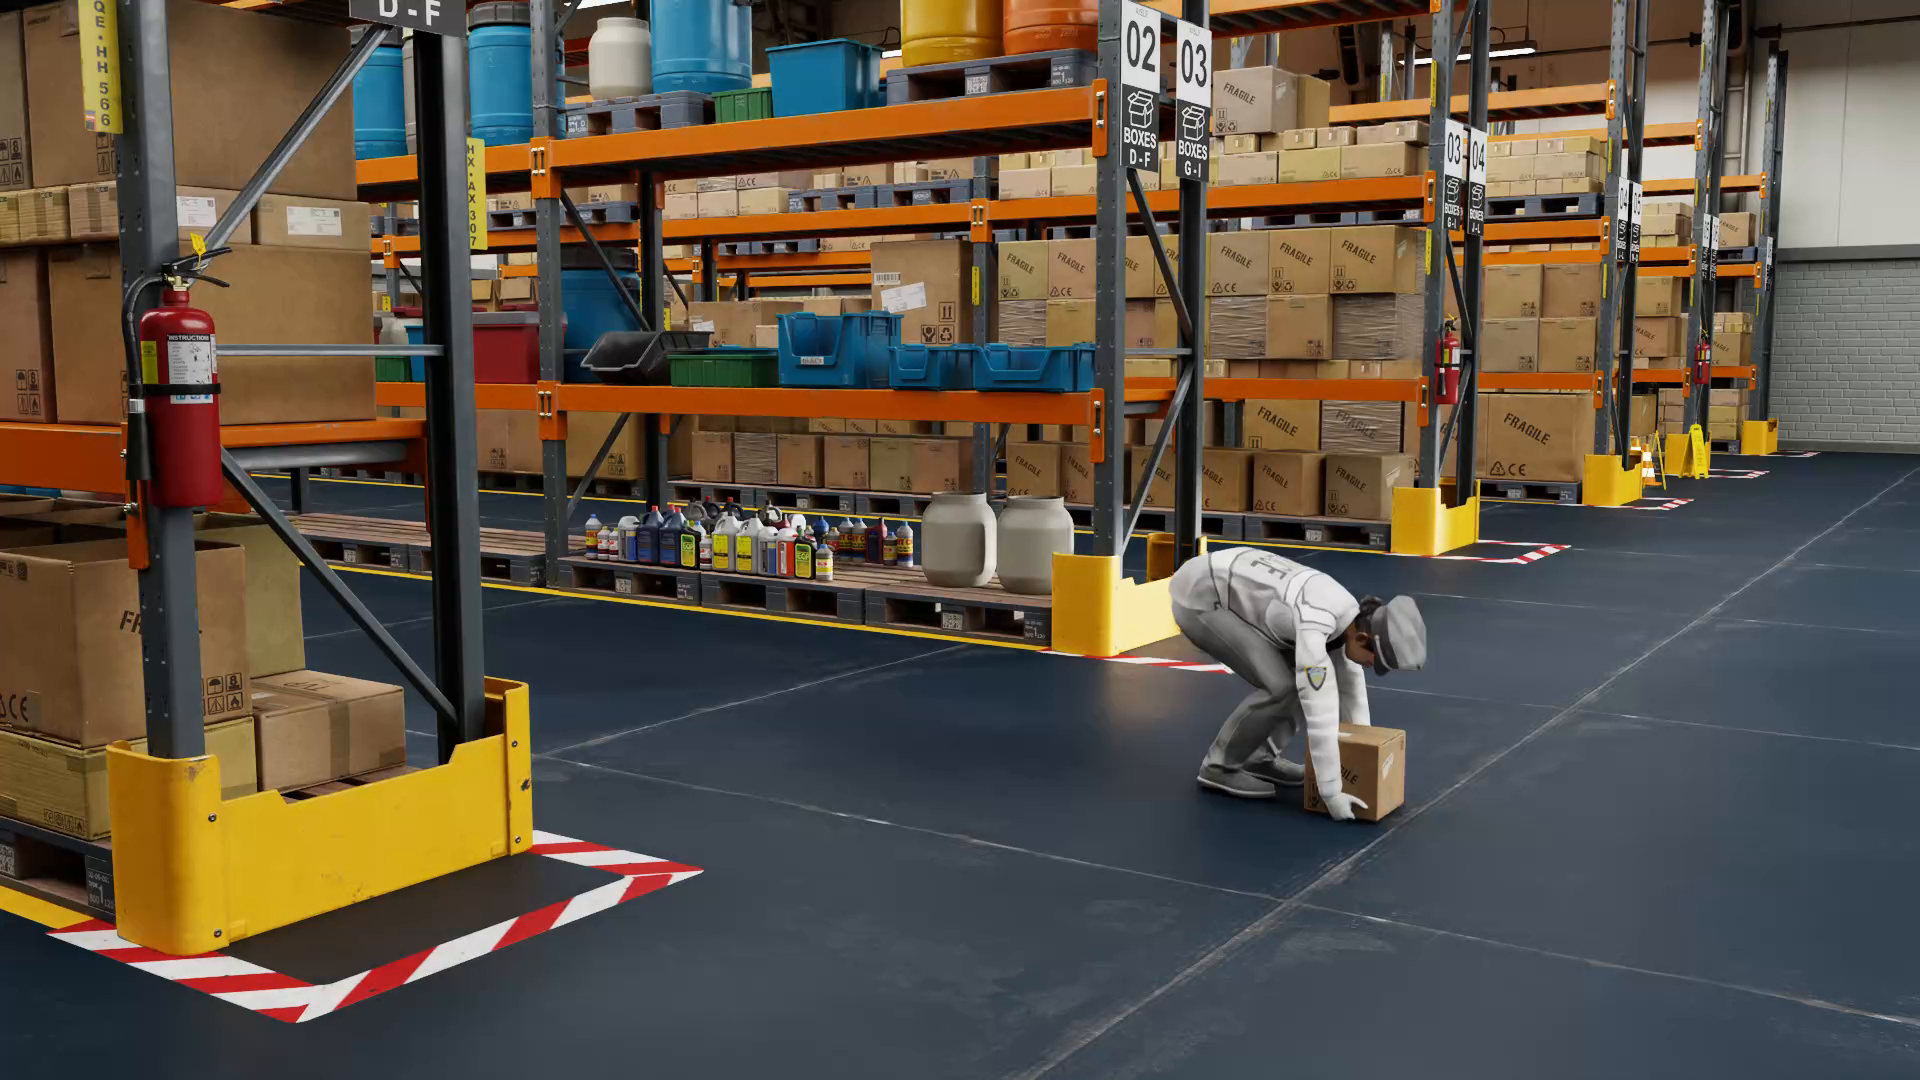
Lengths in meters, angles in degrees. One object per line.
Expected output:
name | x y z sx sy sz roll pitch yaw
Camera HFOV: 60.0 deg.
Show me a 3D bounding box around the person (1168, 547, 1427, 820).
person | 1.130 0.462 5.647 0.888 0.841 0.523 4 7 31
